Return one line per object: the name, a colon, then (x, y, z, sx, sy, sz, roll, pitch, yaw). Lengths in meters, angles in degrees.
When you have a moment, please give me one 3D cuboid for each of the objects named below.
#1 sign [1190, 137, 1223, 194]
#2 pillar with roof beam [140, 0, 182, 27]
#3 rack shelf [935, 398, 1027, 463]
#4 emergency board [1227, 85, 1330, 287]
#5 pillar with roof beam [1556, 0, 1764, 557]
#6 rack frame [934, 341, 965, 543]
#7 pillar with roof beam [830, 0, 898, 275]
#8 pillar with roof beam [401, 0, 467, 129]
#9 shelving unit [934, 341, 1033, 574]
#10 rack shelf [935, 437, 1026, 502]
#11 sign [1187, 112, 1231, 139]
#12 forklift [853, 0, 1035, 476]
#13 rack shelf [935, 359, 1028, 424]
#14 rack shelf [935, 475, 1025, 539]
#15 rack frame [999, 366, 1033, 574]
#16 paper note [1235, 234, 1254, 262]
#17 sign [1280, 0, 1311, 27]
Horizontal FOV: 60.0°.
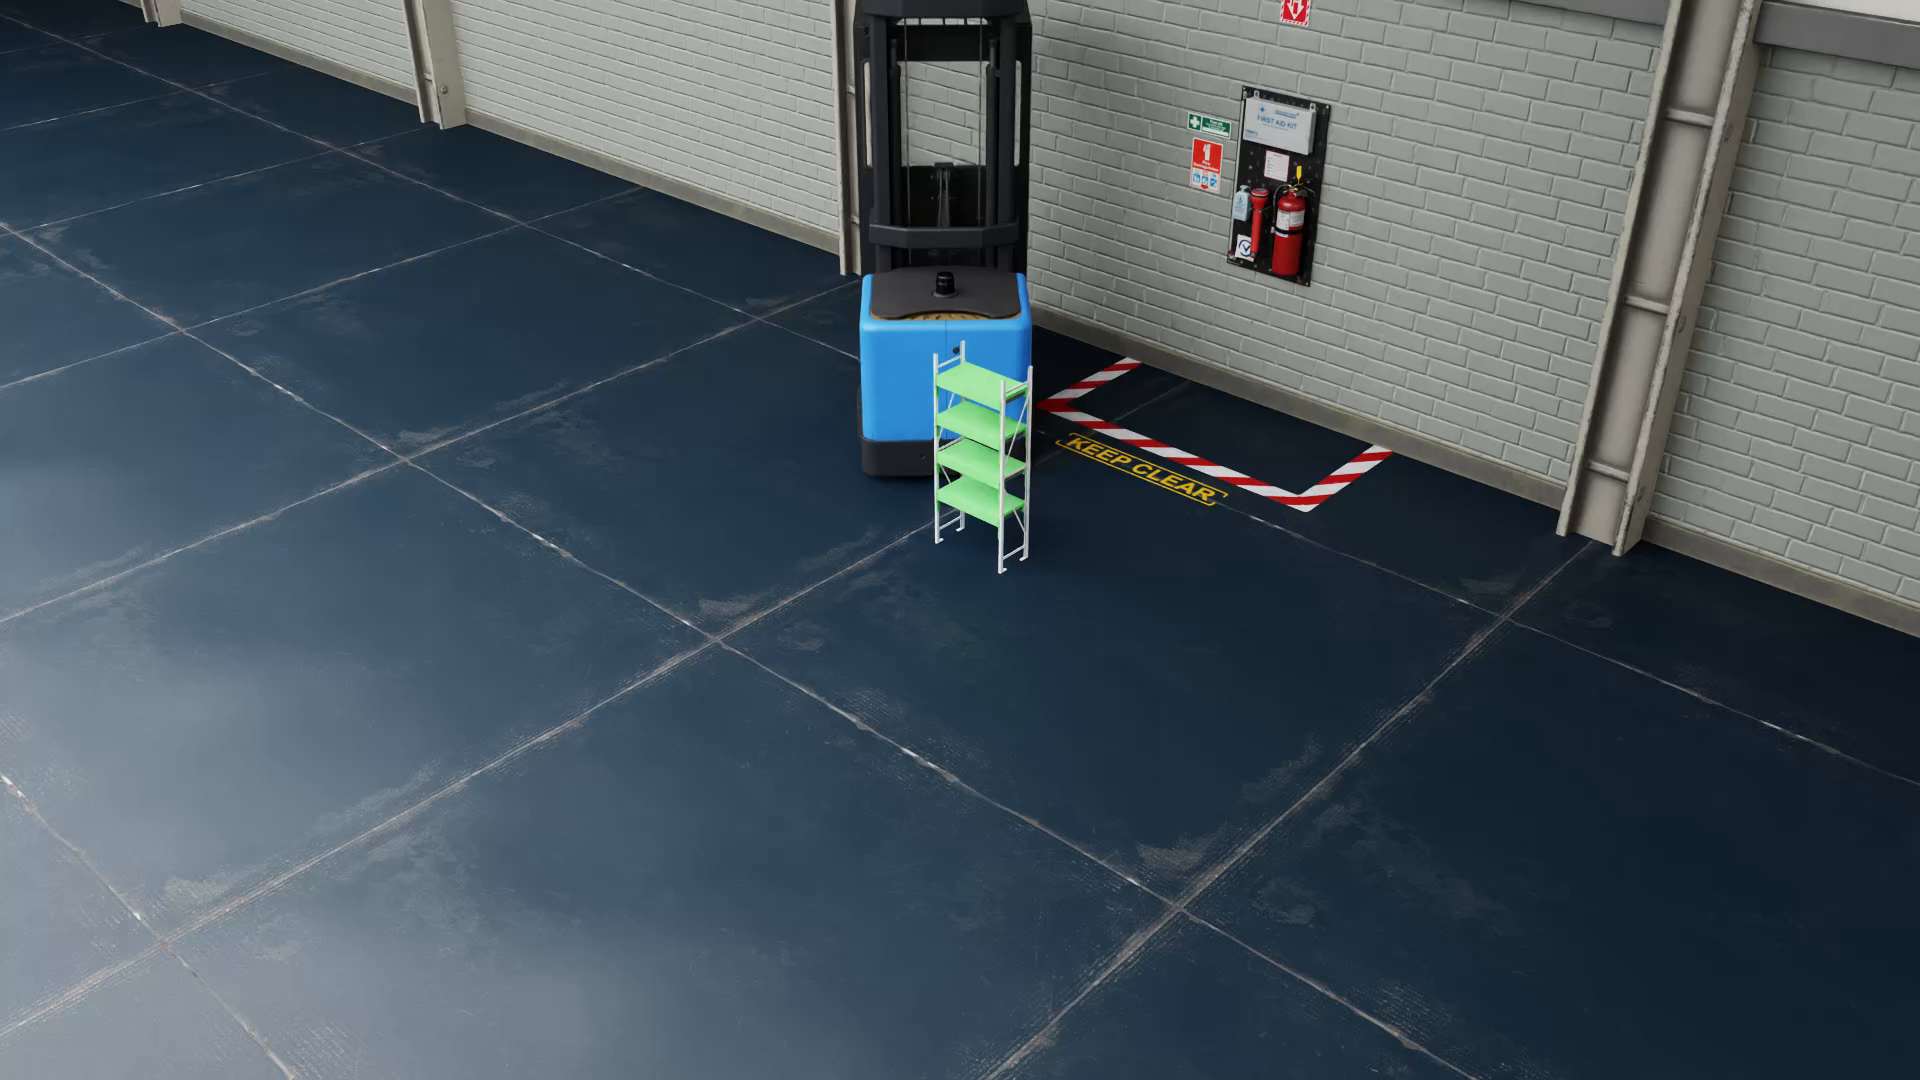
sign: (1.597, -2.430, 10.789, 0.234, 0.329, 0.001, 25, 39, 35)
pillar with roof beam: (-12.490, -8.468, 15.036, 0.400, 9.000, 9.100, 25, 39, 35)
rack shelf: (0.123, -0.608, 9.199, 0.480, 0.148, 0.258, 25, 39, 35)
emergency board: (1.938, -2.184, 10.415, 0.643, 1.169, 0.194, 25, 39, 35)
pillar with roof beam: (0.856, -2.239, 4.688, 0.400, 9.000, 9.100, 25, 39, 35)
rack frame: (-0.058, -0.541, 9.430, 0.015, 1.200, 0.240, 25, 39, 35)
pillar with roof beam: (-3.593, -4.315, 8.137, 0.400, 9.000, 9.100, 25, 39, 35)
pillar with roof beam: (-8.041, -6.392, 11.587, 0.400, 9.000, 9.100, 25, 39, 35)
shelving unit: (0.123, -0.457, 9.290, 0.503, 1.200, 0.258, 25, 39, 35)
rack shelf: (0.123, -0.402, 9.323, 0.480, 0.148, 0.258, 25, 39, 35)
sign: (1.595, -2.653, 10.644, 0.331, 0.109, 0.001, 25, 39, 35)
forklift: (-0.111, -2.370, 10.790, 1.130, 2.935, 3.031, -1, 31, -1)
rack shelf: (0.123, -0.813, 9.075, 0.480, 0.148, 0.258, 25, 39, 35)
rack shelf: (0.123, -0.196, 9.447, 0.480, 0.148, 0.258, 25, 39, 35)
rack frame: (0.304, -0.372, 9.150, 0.015, 1.200, 0.240, 25, 39, 35)
paper note: (1.853, -1.895, 10.788, 0.142, 0.148, 0.016, 25, 39, 35)
sign: (1.999, -3.218, 9.885, 0.199, 0.298, 0.001, 25, 39, 35)
